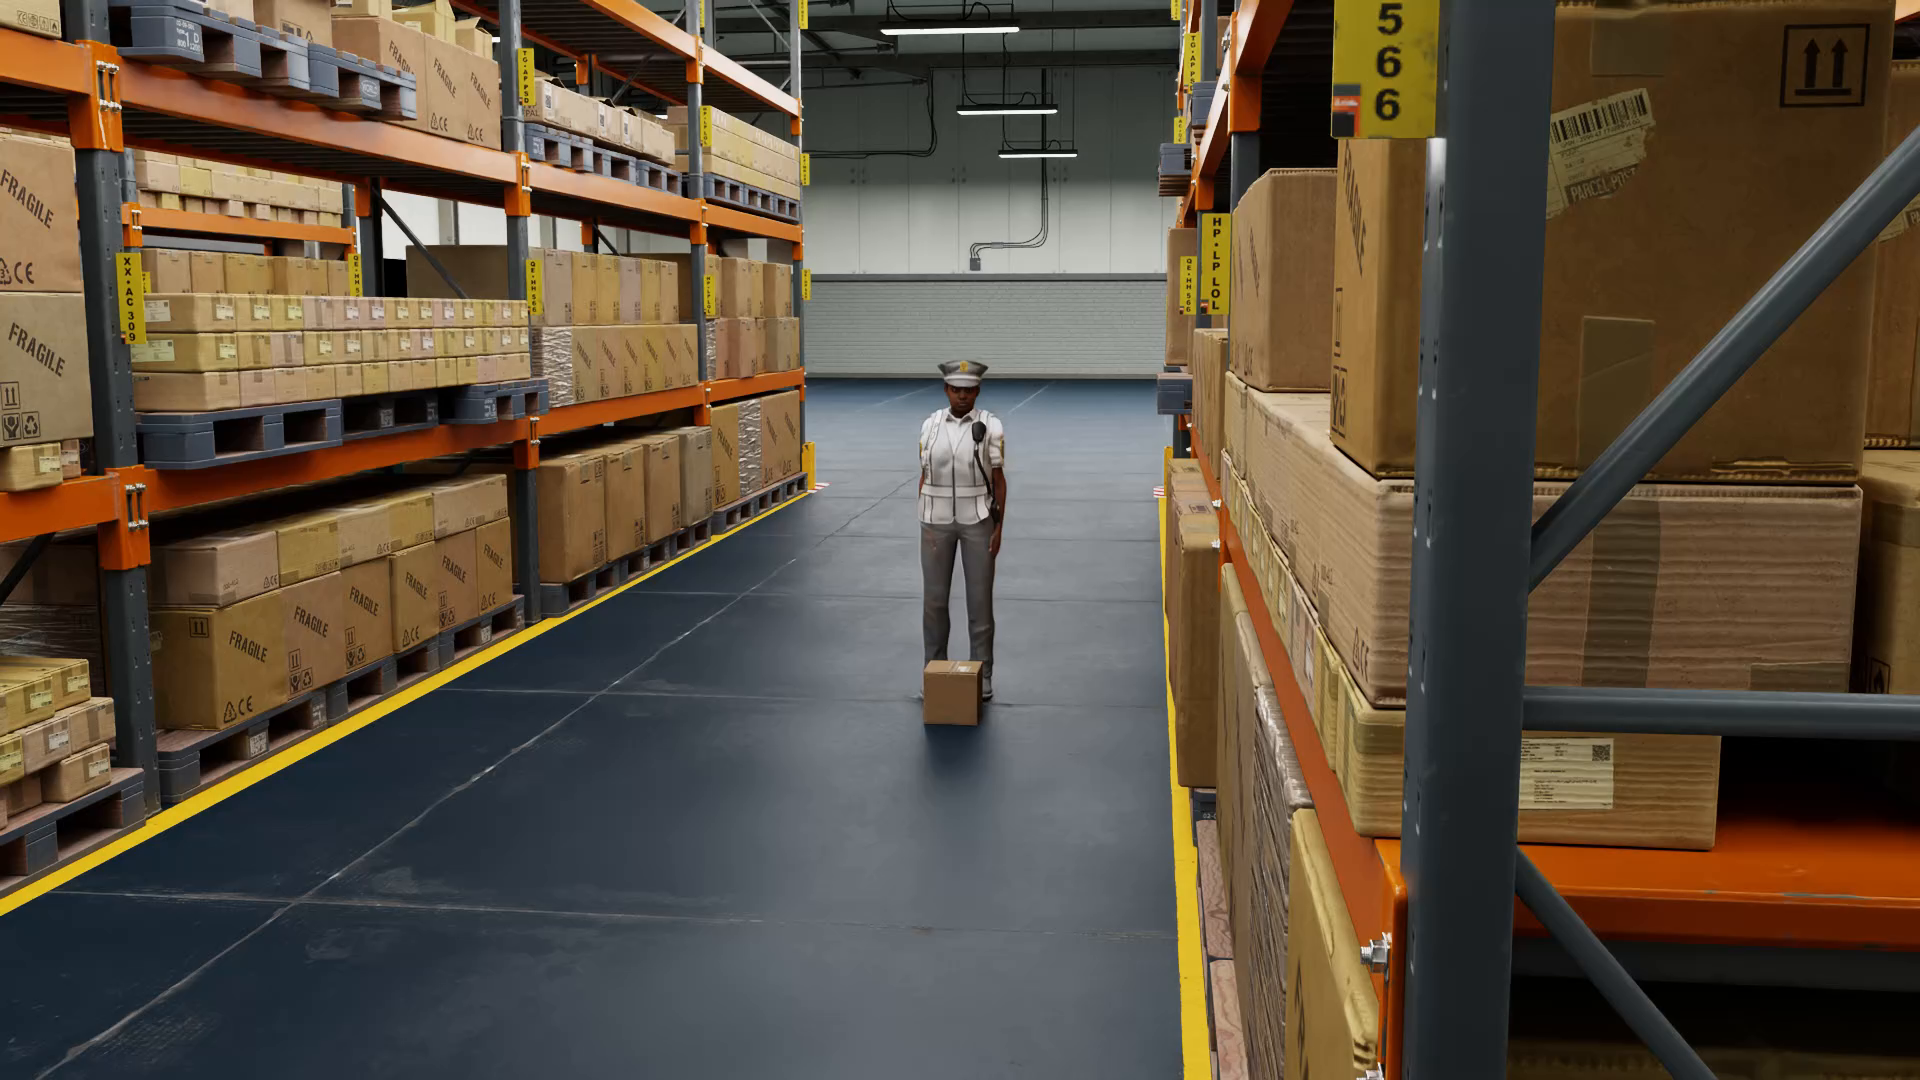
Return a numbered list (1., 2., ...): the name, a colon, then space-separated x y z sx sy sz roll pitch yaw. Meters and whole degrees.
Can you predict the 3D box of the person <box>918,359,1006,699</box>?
1. person: 0.008 -0.052 8.185 0.437 1.672 0.341 1 8 7
